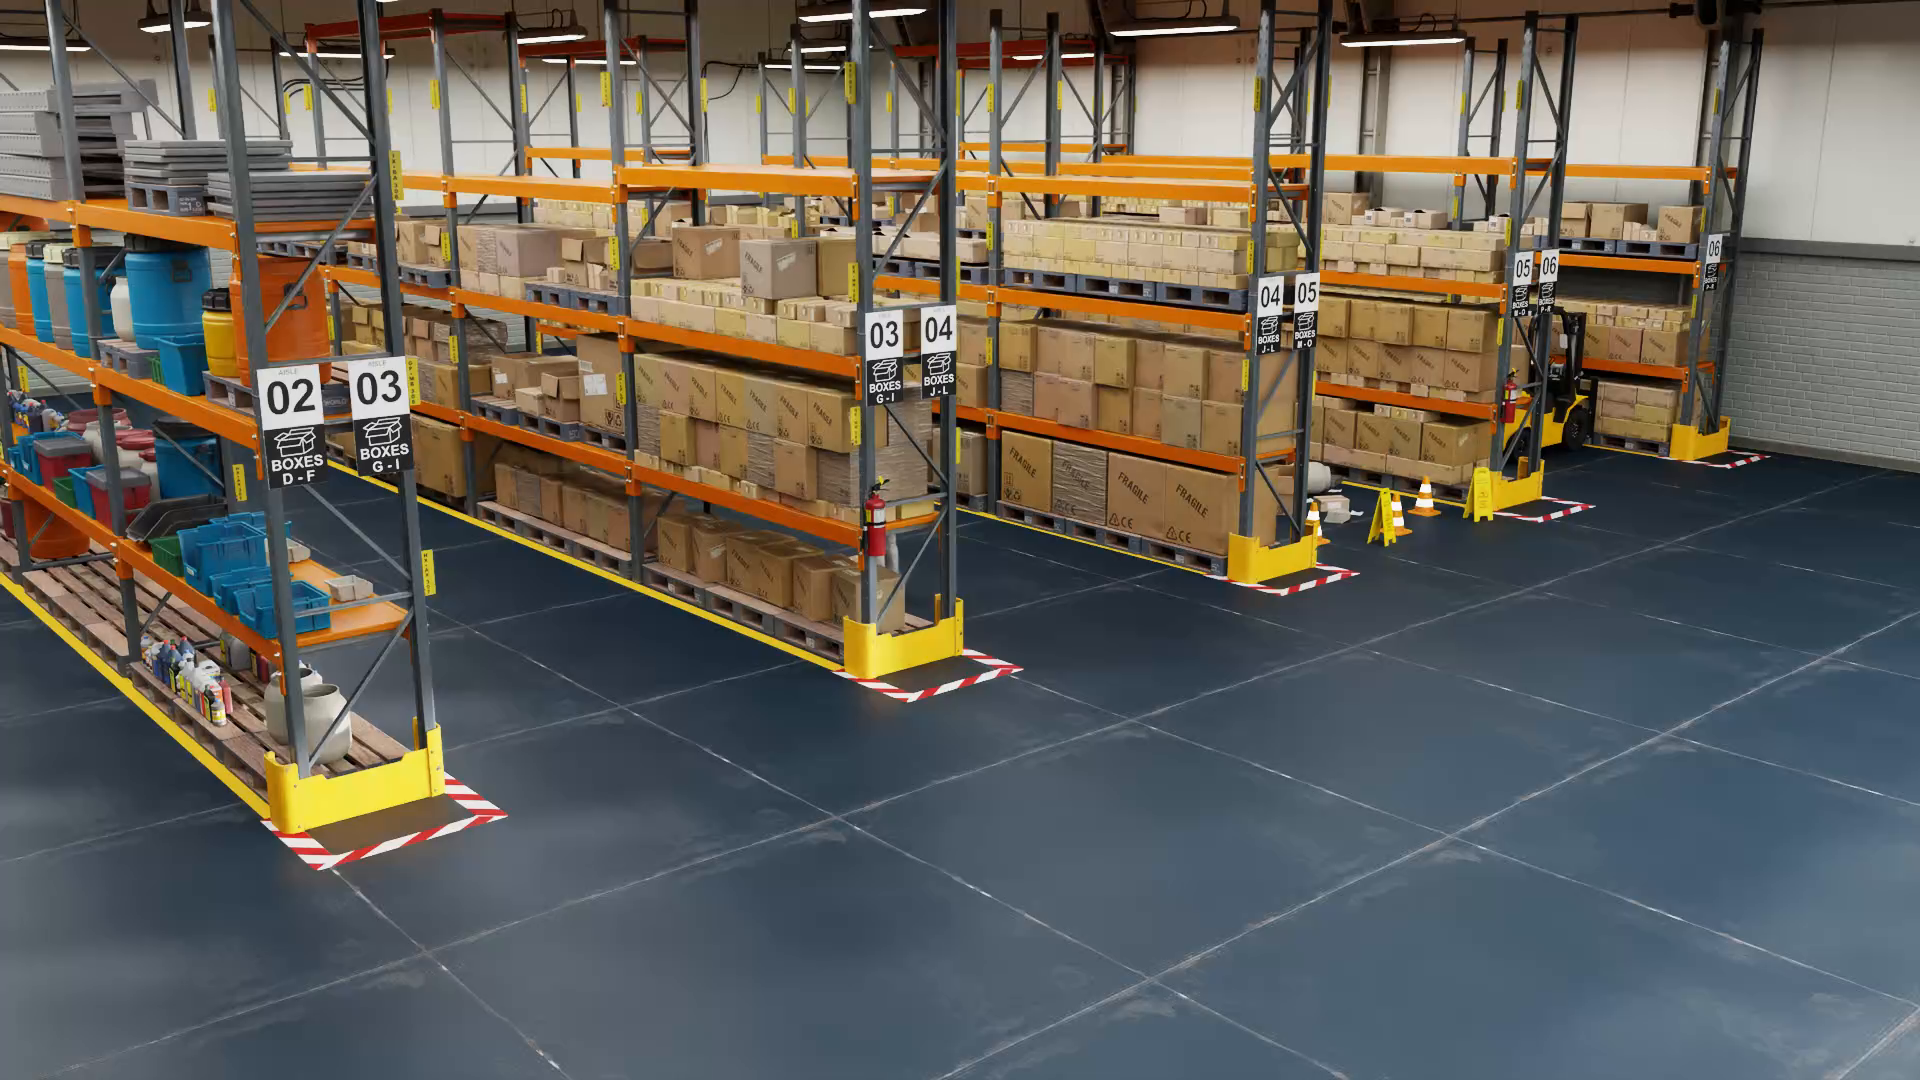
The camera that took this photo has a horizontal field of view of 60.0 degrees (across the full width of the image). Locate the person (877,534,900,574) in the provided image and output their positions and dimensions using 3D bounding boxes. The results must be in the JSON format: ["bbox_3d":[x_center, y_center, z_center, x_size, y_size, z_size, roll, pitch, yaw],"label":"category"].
[{"bbox_3d":[-0.802,-0.263,17.104,0.437,1.689,0.374,-12,18,-39],"label":"person"}]
